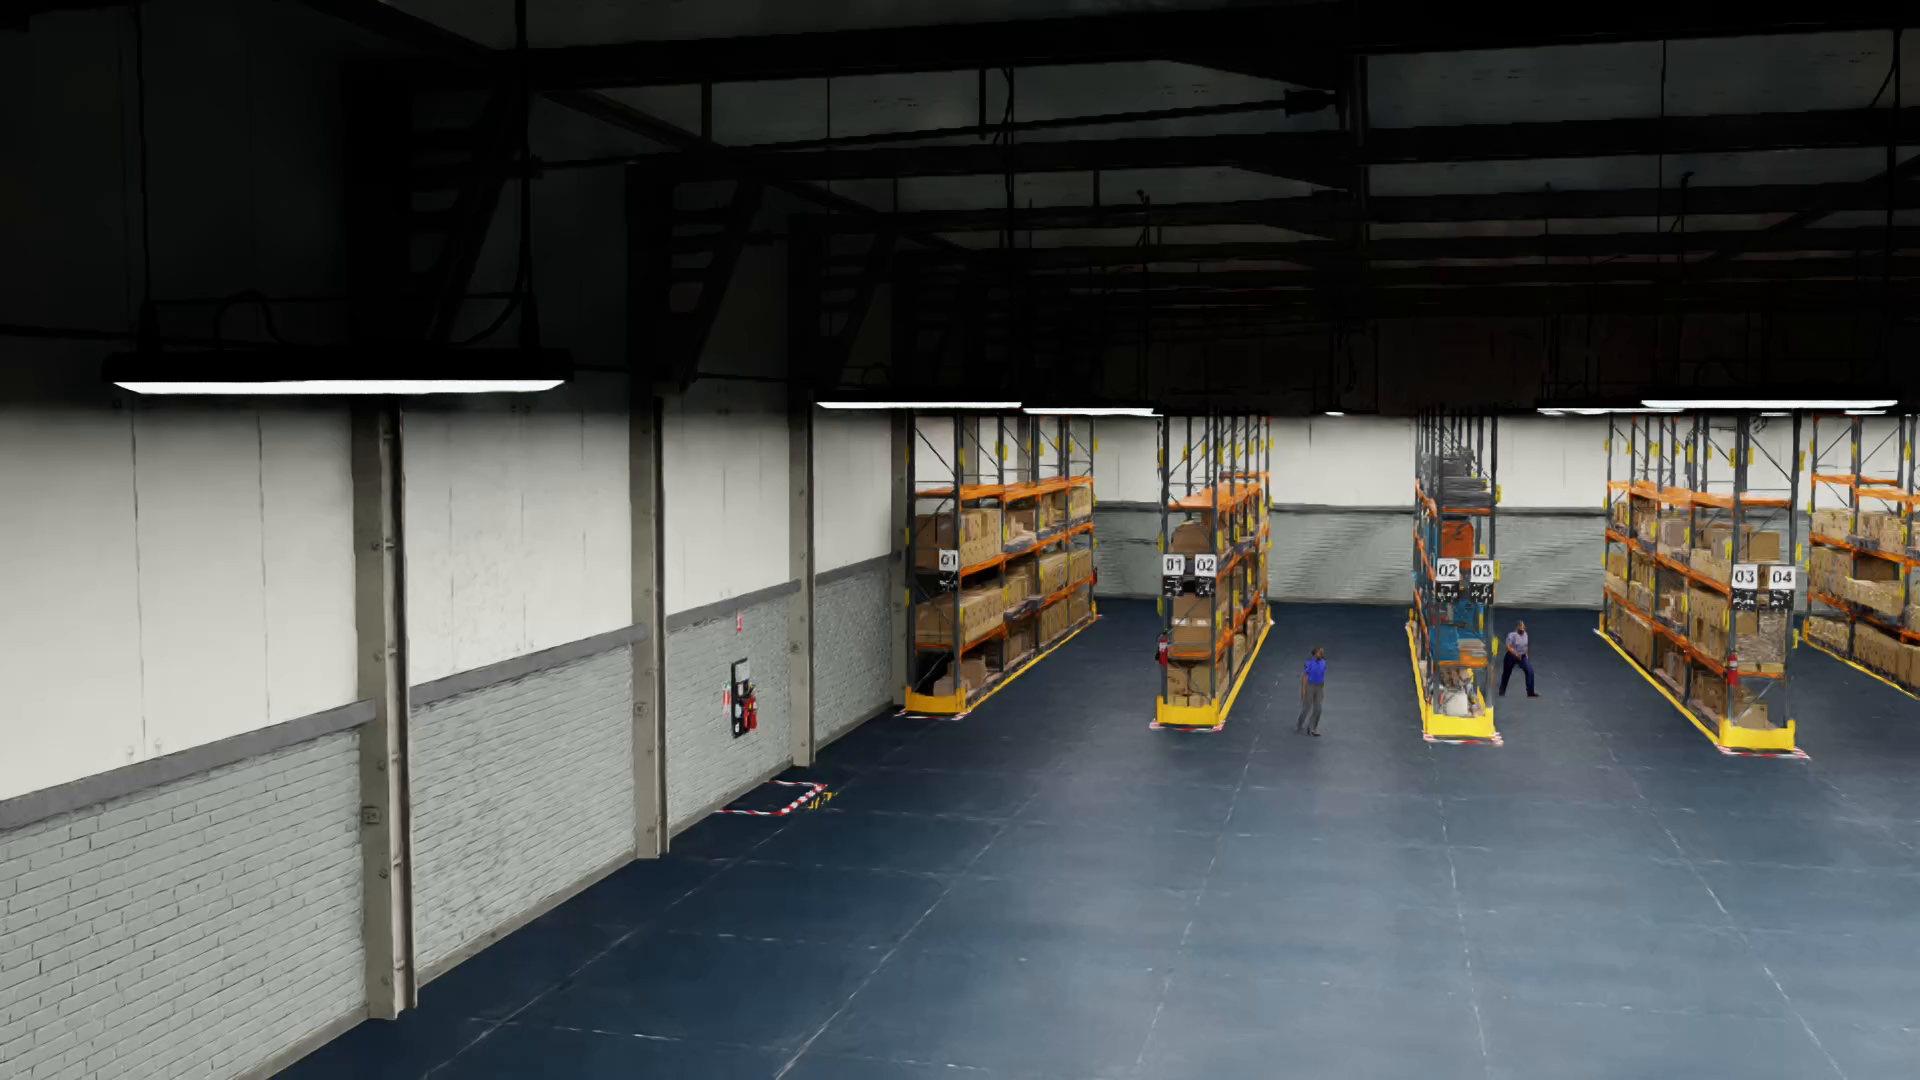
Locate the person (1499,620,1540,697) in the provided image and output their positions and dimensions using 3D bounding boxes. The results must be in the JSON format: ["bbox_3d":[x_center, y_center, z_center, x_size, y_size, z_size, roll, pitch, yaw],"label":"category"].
[{"bbox_3d":[11.528,2.450,34.341,0.660,1.538,0.770,-1,4,-8],"label":"person"}]

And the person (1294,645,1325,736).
[{"bbox_3d":[6.351,2.707,30.192,0.517,1.646,0.527,-2,5,-22],"label":"person"}]
